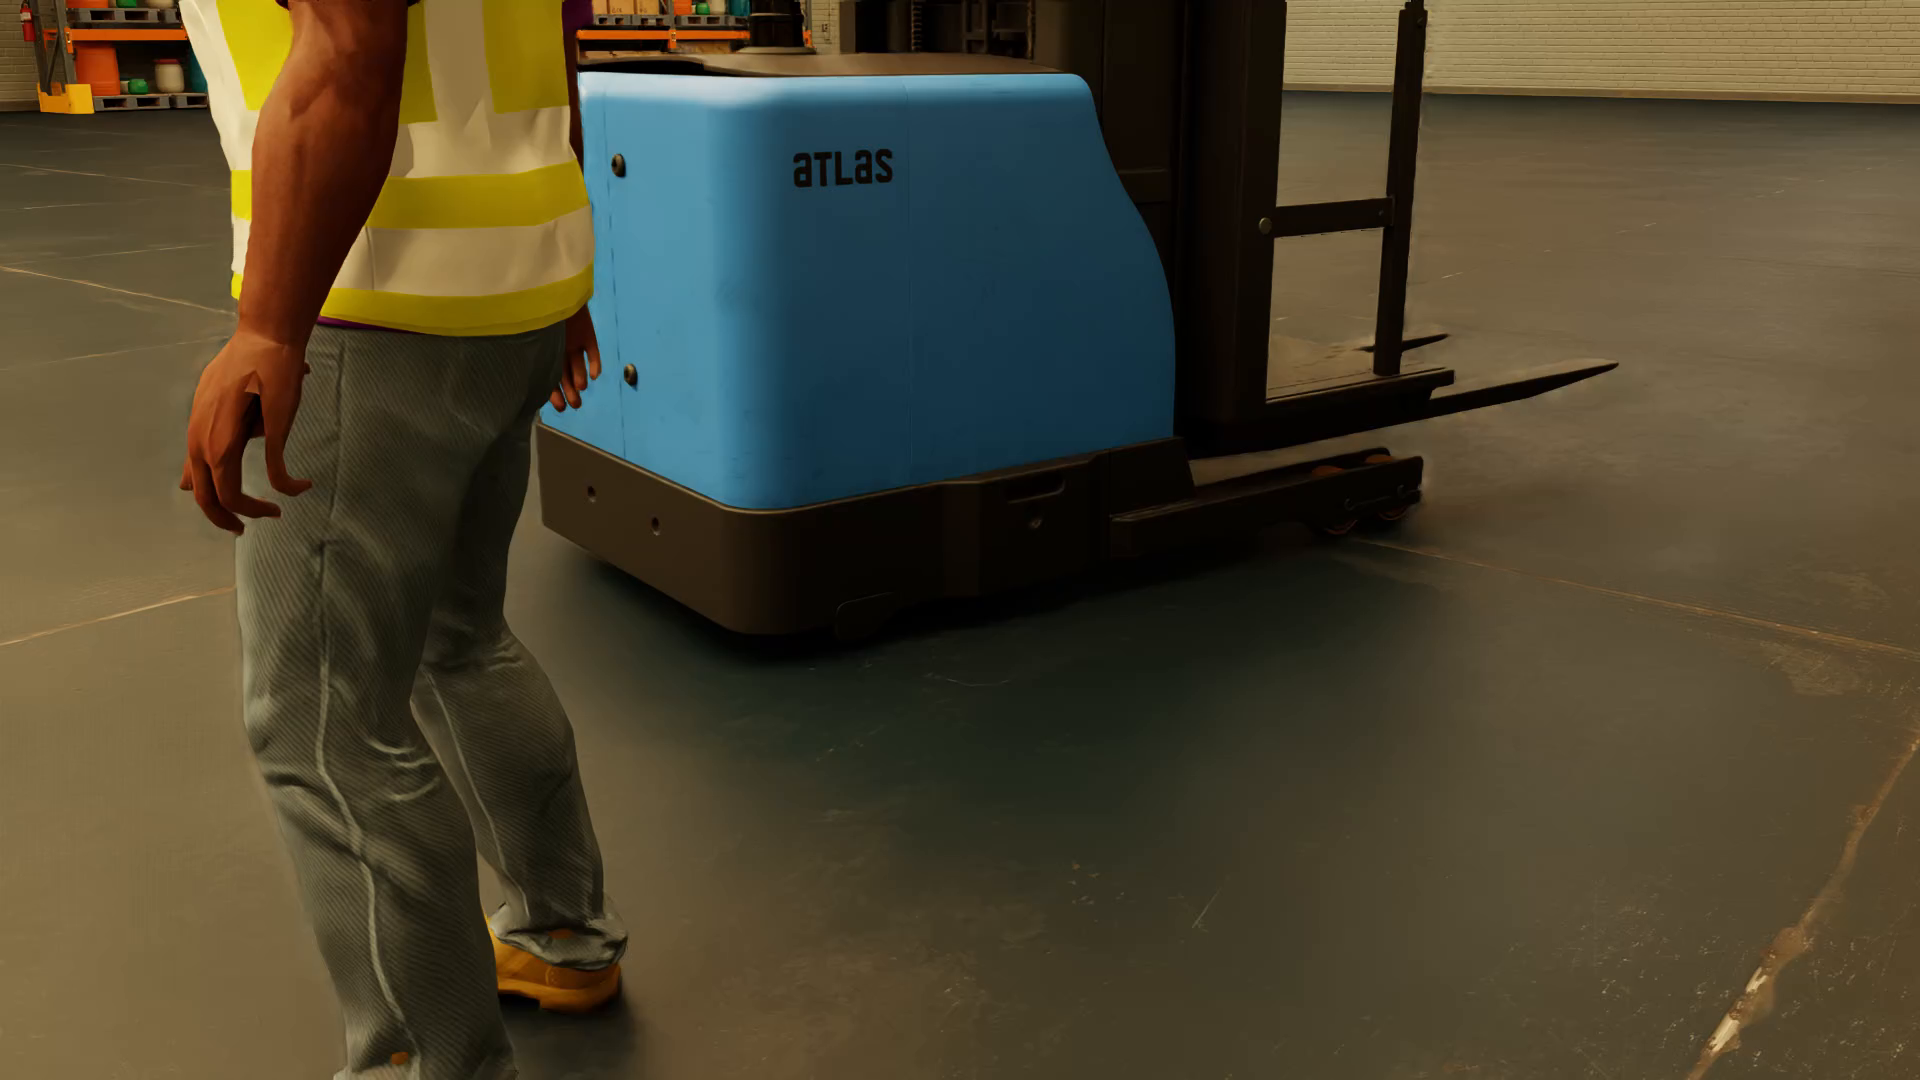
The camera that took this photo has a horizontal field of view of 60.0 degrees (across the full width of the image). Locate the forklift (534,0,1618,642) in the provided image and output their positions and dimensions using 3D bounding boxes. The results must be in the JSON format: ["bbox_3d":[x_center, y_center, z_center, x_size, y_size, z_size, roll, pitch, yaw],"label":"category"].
[{"bbox_3d":[0.523,-1.526,3.923,3.031,2.935,1.130,-12,21,-35],"label":"forklift"}]

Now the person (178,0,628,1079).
[{"bbox_3d":[-0.589,-0.236,1.703,0.393,1.757,0.756,0,17,2],"label":"person"}]
